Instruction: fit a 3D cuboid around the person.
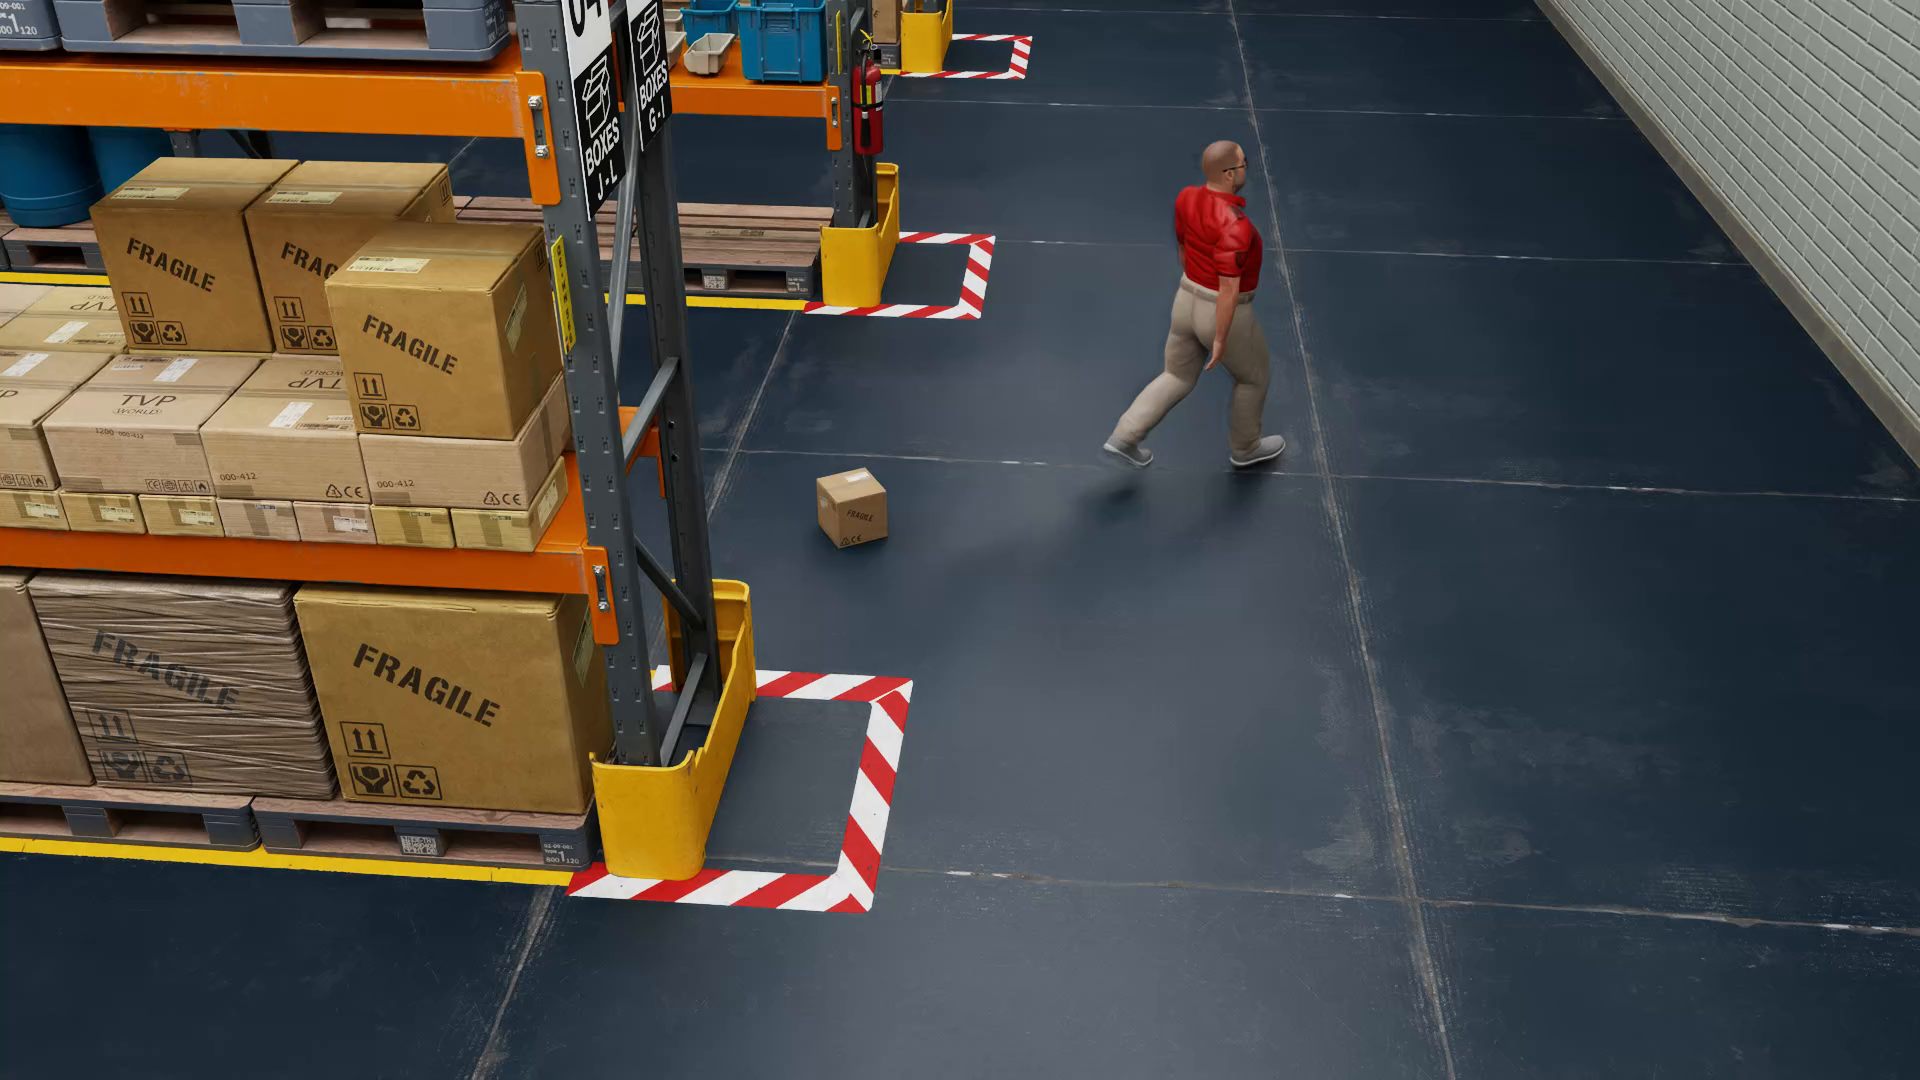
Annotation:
[{"bbox_3d":[1.185,-1.080,7.884,0.975,1.678,0.531,-19,36,-27],"label":"person"}]
